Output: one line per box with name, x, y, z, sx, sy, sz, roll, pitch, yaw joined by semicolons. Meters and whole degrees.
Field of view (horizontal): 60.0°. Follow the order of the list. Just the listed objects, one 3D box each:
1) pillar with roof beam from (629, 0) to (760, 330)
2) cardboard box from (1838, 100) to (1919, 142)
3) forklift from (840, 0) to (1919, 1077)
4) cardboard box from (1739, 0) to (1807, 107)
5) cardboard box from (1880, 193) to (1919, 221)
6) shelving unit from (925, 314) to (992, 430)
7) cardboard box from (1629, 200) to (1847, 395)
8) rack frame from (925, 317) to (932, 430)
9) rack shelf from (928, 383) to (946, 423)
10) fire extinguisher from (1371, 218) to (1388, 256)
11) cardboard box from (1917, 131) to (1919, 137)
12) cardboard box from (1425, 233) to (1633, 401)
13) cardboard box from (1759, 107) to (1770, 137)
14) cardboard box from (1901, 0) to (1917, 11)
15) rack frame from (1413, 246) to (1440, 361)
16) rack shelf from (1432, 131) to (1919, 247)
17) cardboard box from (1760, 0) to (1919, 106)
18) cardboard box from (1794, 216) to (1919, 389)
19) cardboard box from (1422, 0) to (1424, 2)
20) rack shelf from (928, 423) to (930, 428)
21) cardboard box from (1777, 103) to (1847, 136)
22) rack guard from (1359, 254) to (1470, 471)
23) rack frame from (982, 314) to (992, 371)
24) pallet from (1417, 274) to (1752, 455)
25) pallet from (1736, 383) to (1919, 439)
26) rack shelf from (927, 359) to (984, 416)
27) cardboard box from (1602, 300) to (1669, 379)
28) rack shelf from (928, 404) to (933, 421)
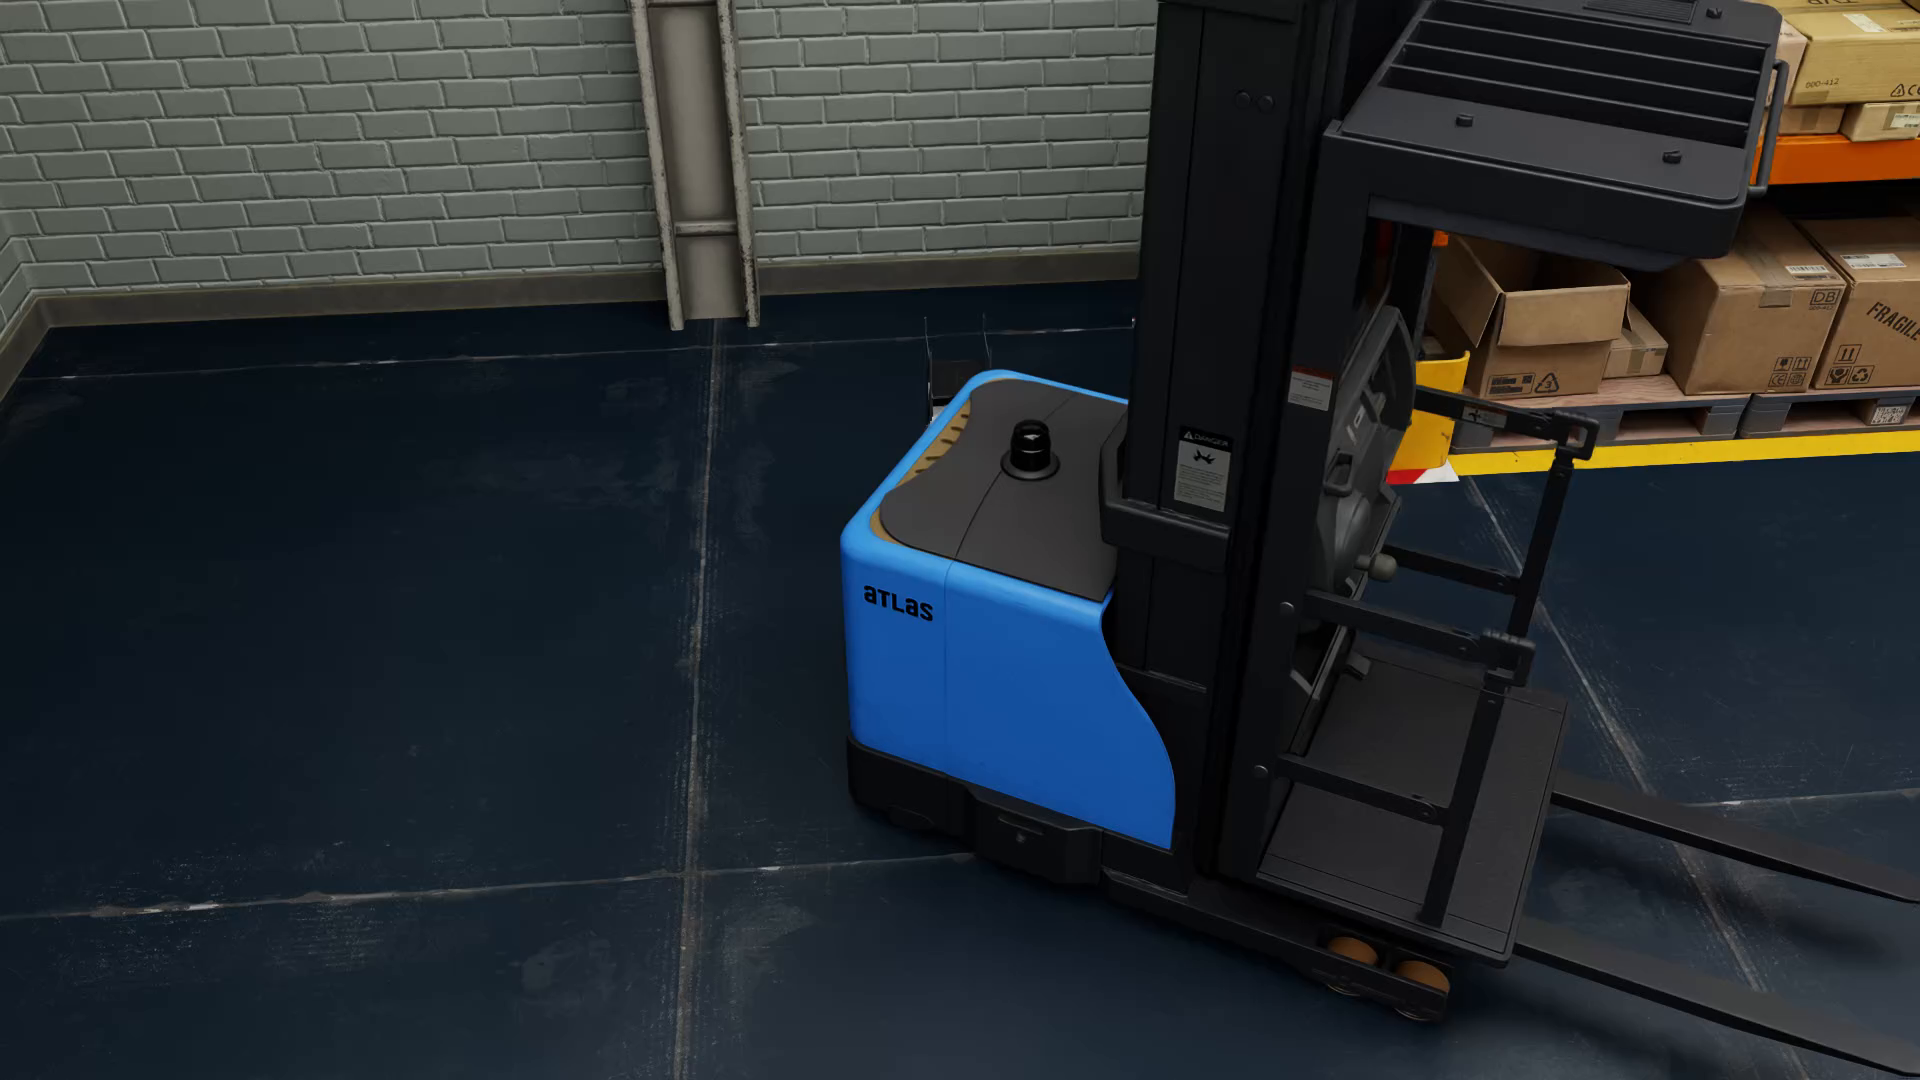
pillar with roof beam;-0.731;-1.920;1.419;0.400;9.000;9.100;-3;38;-4
cardboard box;3.293;-1.603;6.063;0.250;0.149;0.380;-4;38;-5
forklift;1.212;-0.208;4.148;3.031;2.935;1.130;16;41;19
cardboard box;2.632;-1.758;5.937;0.500;0.250;0.500;-3;38;-3
cardboard box;4.160;-1.052;6.840;0.500;0.500;0.700;-5;38;-6
shelving unit;-0.008;-0.353;5.971;0.210;0.900;0.258;-3;38;-4
cardboard box;3.126;-0.995;6.768;0.500;0.500;0.700;-2;38;-2
rack frame;-0.109;-0.347;5.964;0.006;0.900;0.240;-3;38;-4
rack shelf;-0.008;-0.468;5.880;0.200;0.077;0.258;-3;38;-4
fire extinguisher;1.548;-1.343;5.894;0.183;0.674;0.296;-3;38;-4
cardboard box;3.553;-1.630;6.098;0.250;0.149;0.380;-2;38;-3
cardboard box;2.271;-0.973;6.738;0.637;0.503;0.797;-5;39;-6
cardboard box;2.770;-1.618;6.082;0.250;0.149;0.380;-2;38;-3
cardboard box;3.644;-1.829;6.027;0.500;0.250;0.500;-4;38;-5
rack frame;1.654;-1.813;6.126;0.127;3.000;1.000;-3;38;-4
rack shelf;3.646;-1.641;6.488;4.000;0.370;1.077;-3;38;-4
cardboard box;3.136;-1.787;5.975;0.500;0.250;0.500;-4;38;-5
cardboard box;3.662;-0.962;6.727;0.500;0.500;0.500;-2;38;-3
cardboard box;2.088;-2.060;6.320;0.500;0.250;0.500;-2;38;-3
rack shelf;-0.008;-0.327;5.991;0.200;0.077;0.258;-3;38;-4
cardboard box;3.035;-1.636;6.104;0.250;0.149;0.380;-3;38;-3
rack guard;1.729;-0.836;6.906;0.348;0.500;1.175;-3;38;-4
rack frame;0.093;-0.358;5.978;0.006;0.900;0.240;-3;38;-4
pallet;2.523;-0.767;7.052;1.213;0.211;1.003;-3;38;-4
pallet;3.736;-0.832;7.134;1.213;0.211;1.003;-3;38;-4
rack shelf;-0.008;-0.539;5.824;0.200;0.077;0.258;-3;38;-4
cardboard box;2.698;-0.833;6.847;0.250;0.149;0.380;-5;39;-6
rack shelf;-0.008;-0.397;5.936;0.200;0.077;0.258;-3;38;-4
